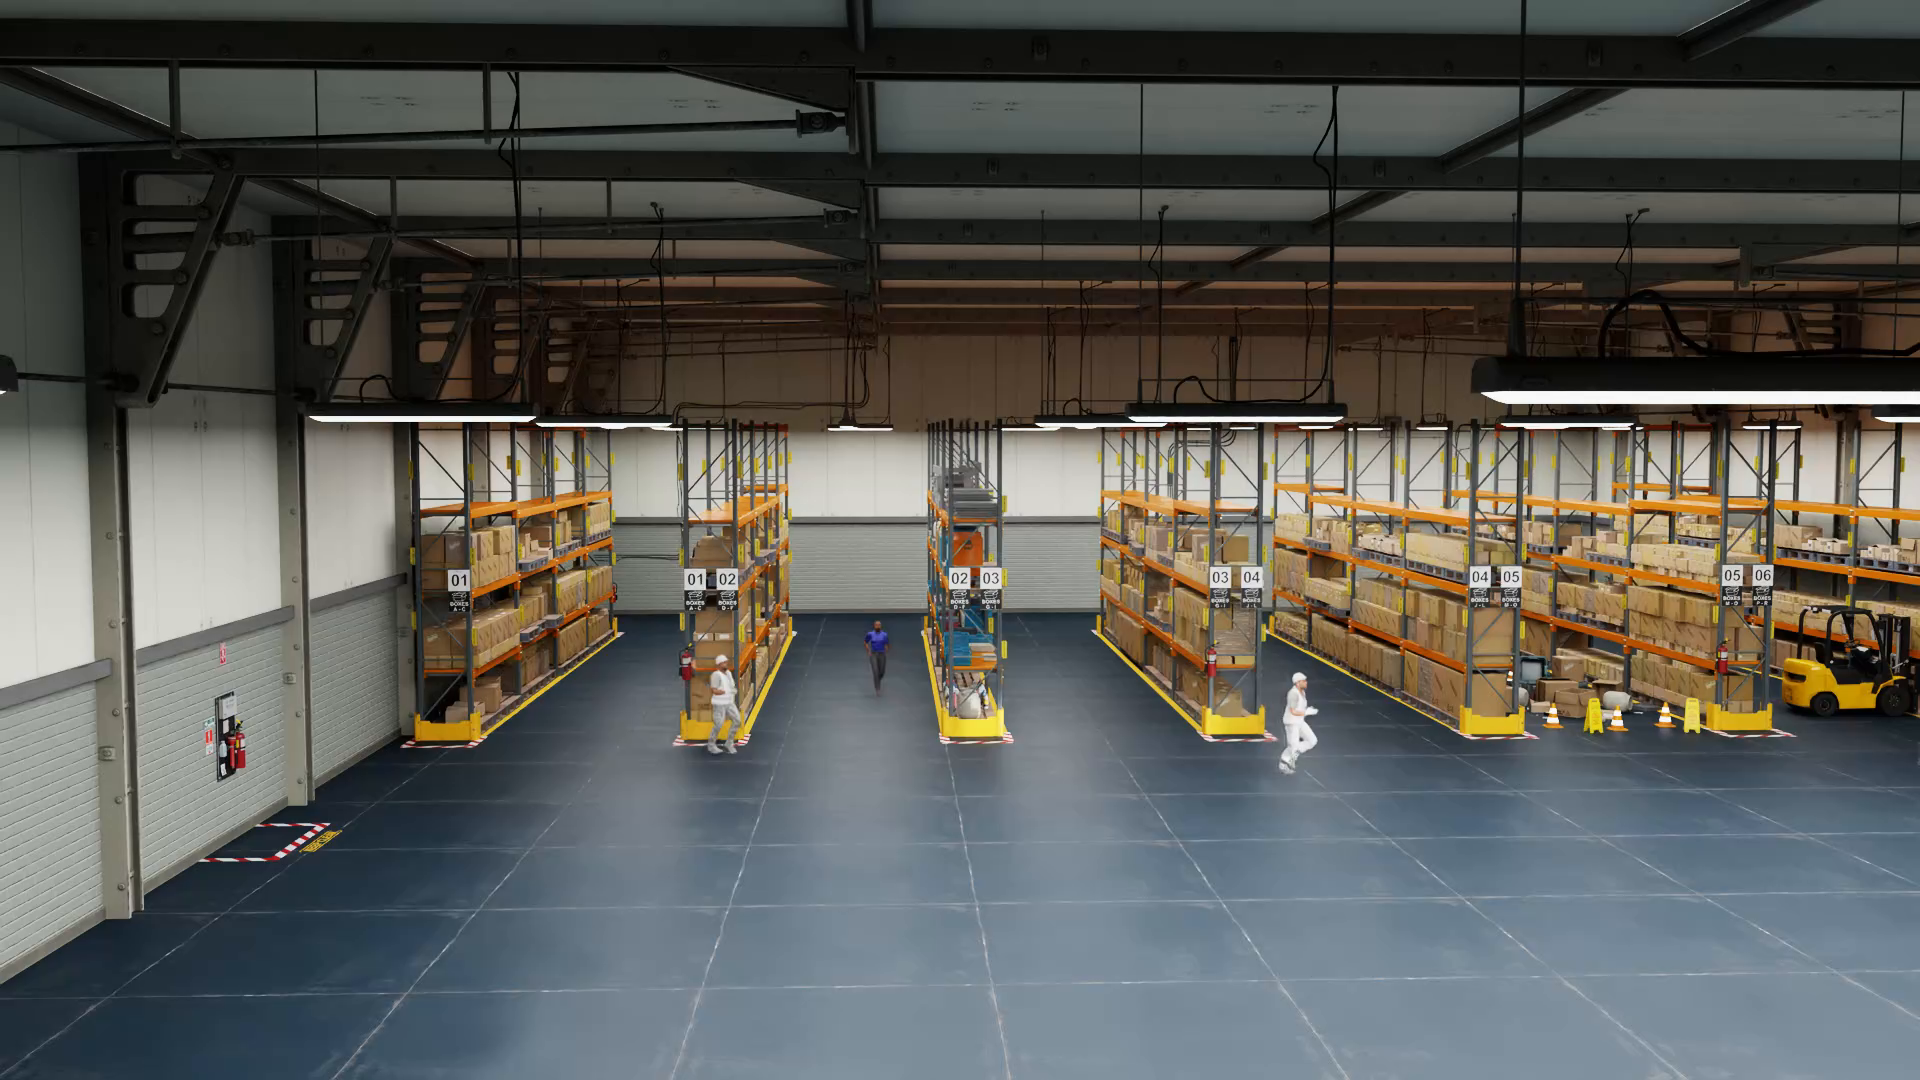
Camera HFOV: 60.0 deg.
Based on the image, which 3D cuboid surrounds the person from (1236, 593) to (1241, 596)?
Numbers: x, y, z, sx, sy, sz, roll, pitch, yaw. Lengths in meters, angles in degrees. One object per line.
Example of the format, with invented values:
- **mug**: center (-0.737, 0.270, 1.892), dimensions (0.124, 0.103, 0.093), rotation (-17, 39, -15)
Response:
- **person**: center (8.264, 1.792, 48.212), dimensions (0.747, 1.693, 0.535), rotation (2, 4, 33)

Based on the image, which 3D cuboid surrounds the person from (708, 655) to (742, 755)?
- **person**: center (-4.181, 2.944, 29.611), dimensions (0.702, 1.809, 0.695), rotation (2, 4, 30)

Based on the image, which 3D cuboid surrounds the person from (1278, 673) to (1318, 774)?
- **person**: center (5.647, 3.063, 27.729), dimensions (0.726, 1.726, 0.704), rotation (2, 4, 32)

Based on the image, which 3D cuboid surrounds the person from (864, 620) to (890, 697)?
- **person**: center (-1.818, 2.581, 36.567), dimensions (0.578, 1.648, 0.769), rotation (-1, 4, -11)
